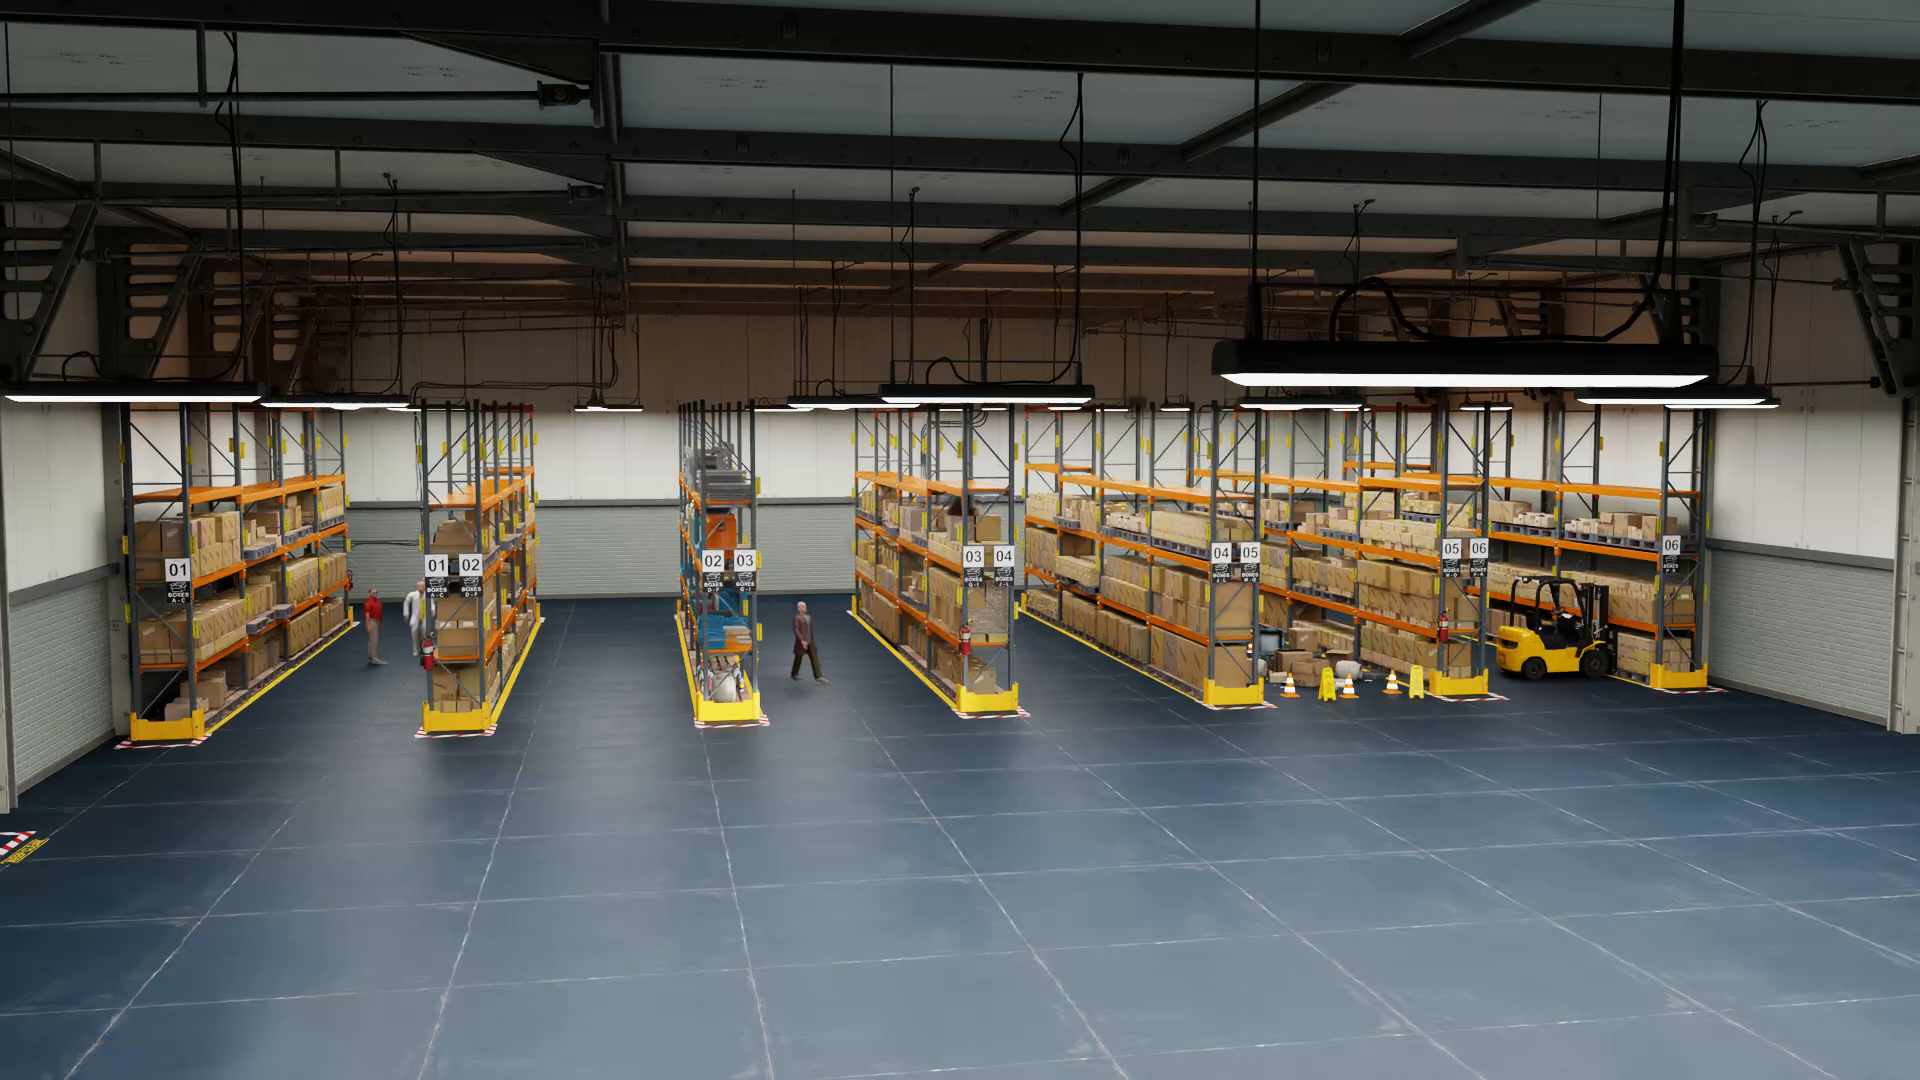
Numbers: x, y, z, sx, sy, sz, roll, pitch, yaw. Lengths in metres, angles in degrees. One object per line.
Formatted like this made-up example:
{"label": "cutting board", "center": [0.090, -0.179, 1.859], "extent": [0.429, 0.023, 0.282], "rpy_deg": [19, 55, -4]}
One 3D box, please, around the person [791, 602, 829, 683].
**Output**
{"label": "person", "center": [-3.275, 2.176, 35.348], "extent": [0.608, 1.706, 1.113], "rpy_deg": [-3, 5, -36]}

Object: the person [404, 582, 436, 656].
{"label": "person", "center": [-12.915, 1.895, 39.778], "extent": [0.759, 1.814, 0.918], "rpy_deg": [-1, 4, -10]}

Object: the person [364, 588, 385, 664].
{"label": "person", "center": [-13.459, 1.975, 38.315], "extent": [0.457, 1.737, 0.559], "rpy_deg": [0, 4, -5]}
